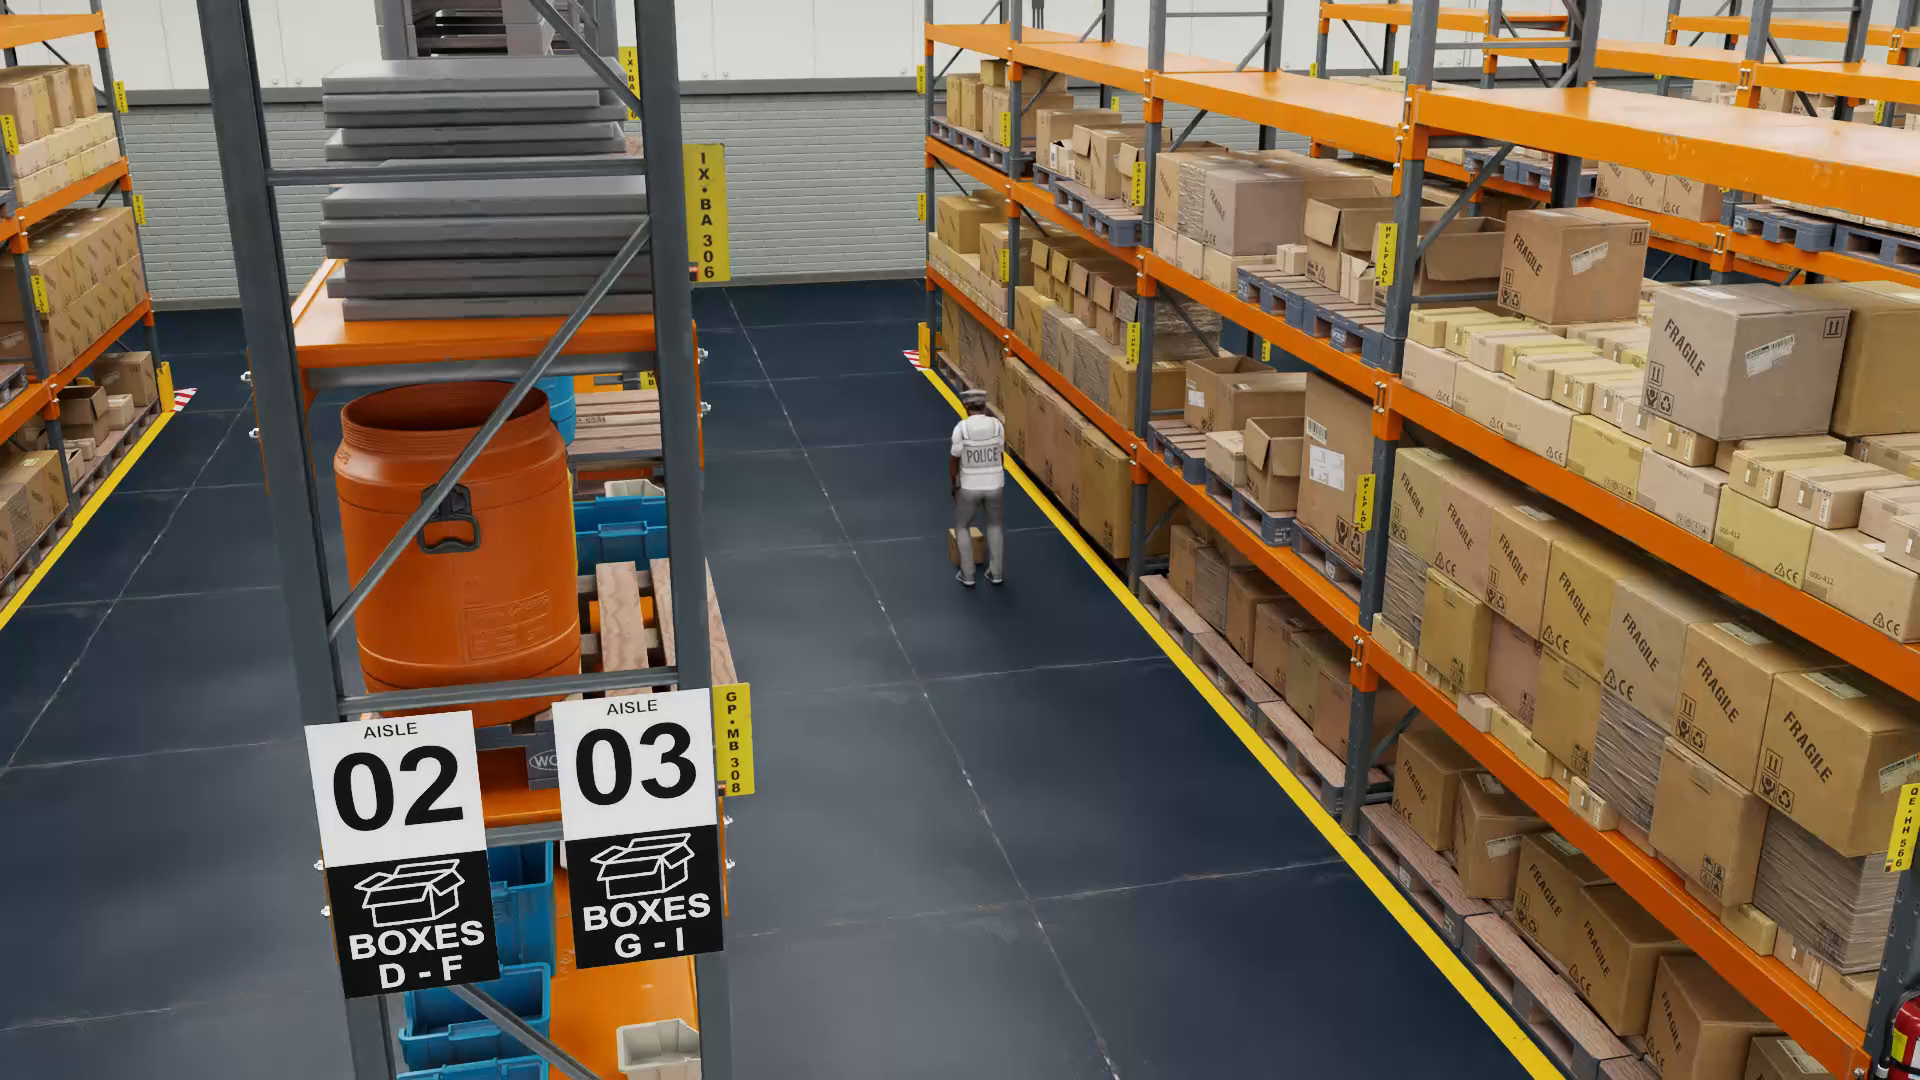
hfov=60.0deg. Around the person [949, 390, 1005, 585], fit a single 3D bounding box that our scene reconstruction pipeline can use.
[{"bbox_3d":[0.134,-0.426,13.610,0.457,1.624,0.442,-4,20,-11],"label":"person"}]
